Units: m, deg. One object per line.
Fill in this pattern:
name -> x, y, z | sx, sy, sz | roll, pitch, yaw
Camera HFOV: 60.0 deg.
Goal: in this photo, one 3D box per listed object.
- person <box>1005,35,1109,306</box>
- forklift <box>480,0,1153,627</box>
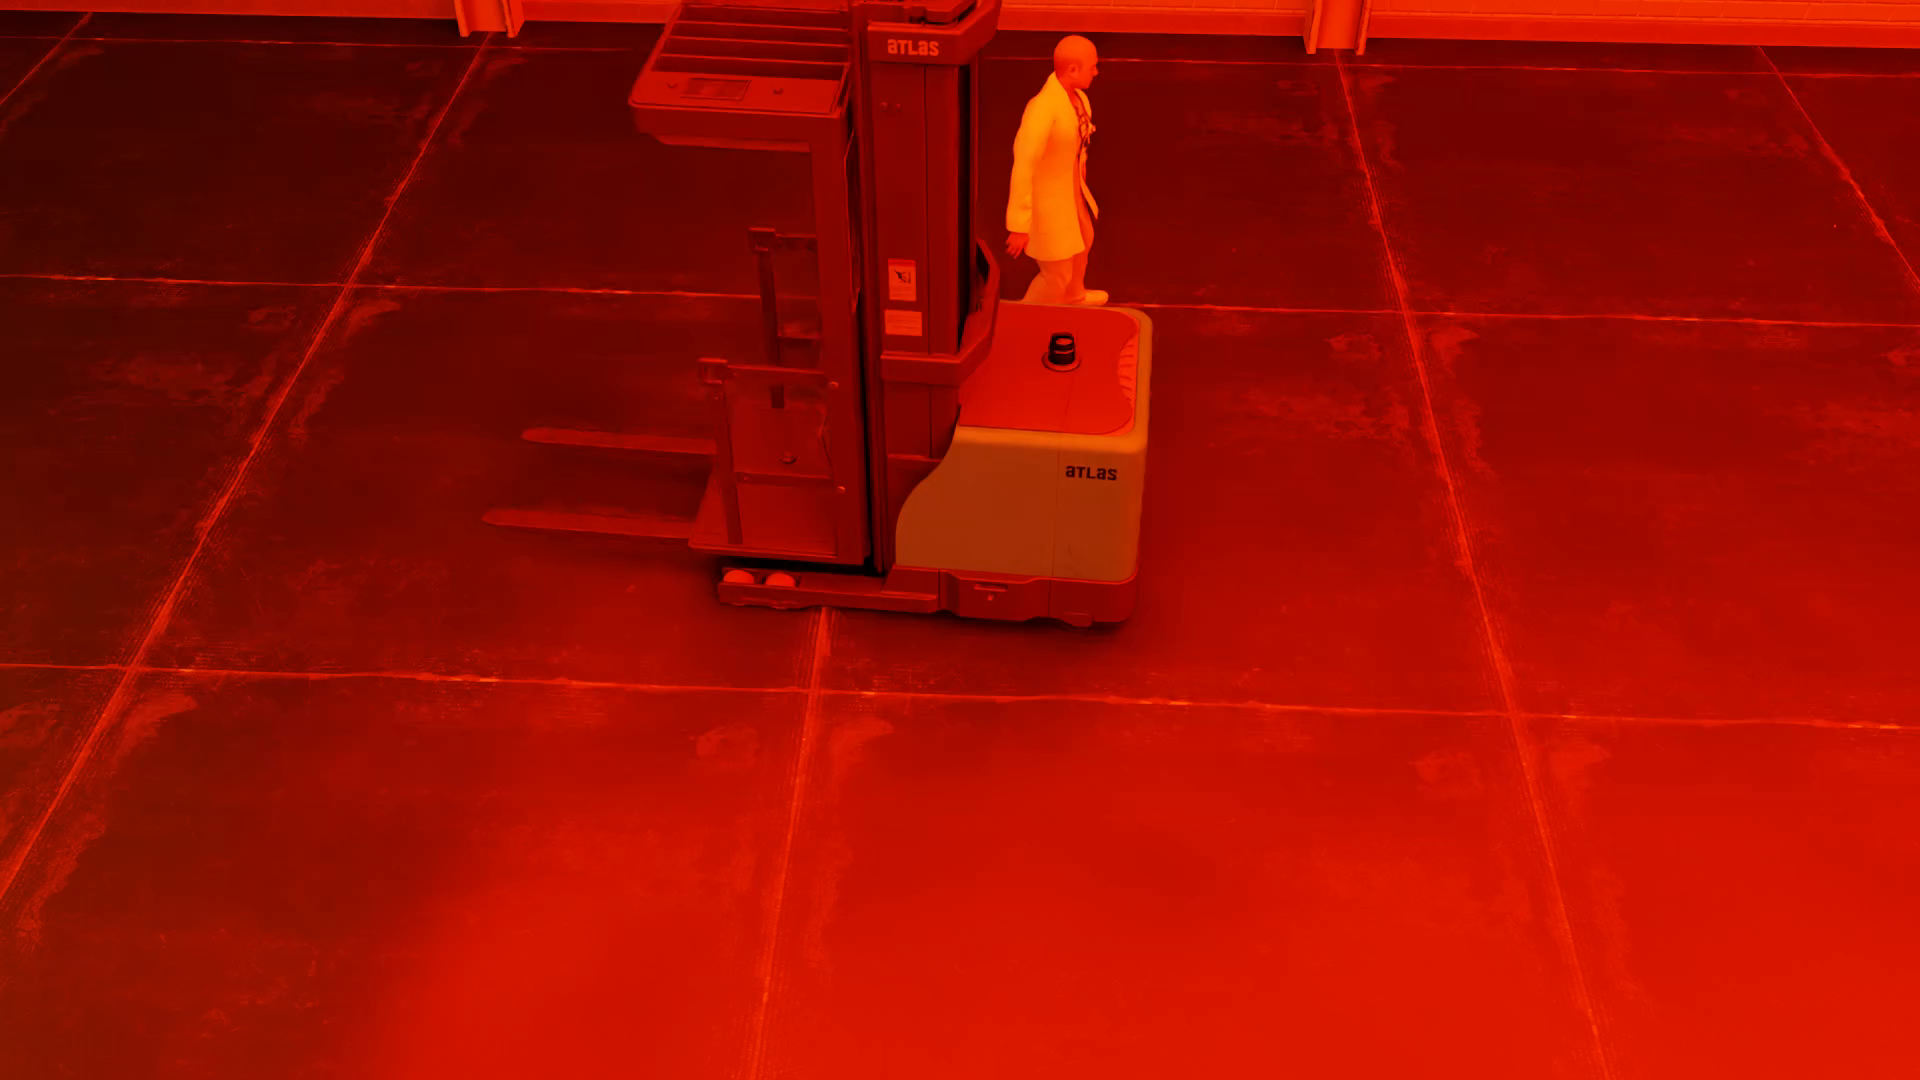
person -> 0.491, -1.758, 8.495 | 0.425, 1.746, 0.885 | 14, 44, 14
forklift -> -0.677, -1.118, 6.967 | 3.031, 2.935, 1.130 | 4, 43, 5
